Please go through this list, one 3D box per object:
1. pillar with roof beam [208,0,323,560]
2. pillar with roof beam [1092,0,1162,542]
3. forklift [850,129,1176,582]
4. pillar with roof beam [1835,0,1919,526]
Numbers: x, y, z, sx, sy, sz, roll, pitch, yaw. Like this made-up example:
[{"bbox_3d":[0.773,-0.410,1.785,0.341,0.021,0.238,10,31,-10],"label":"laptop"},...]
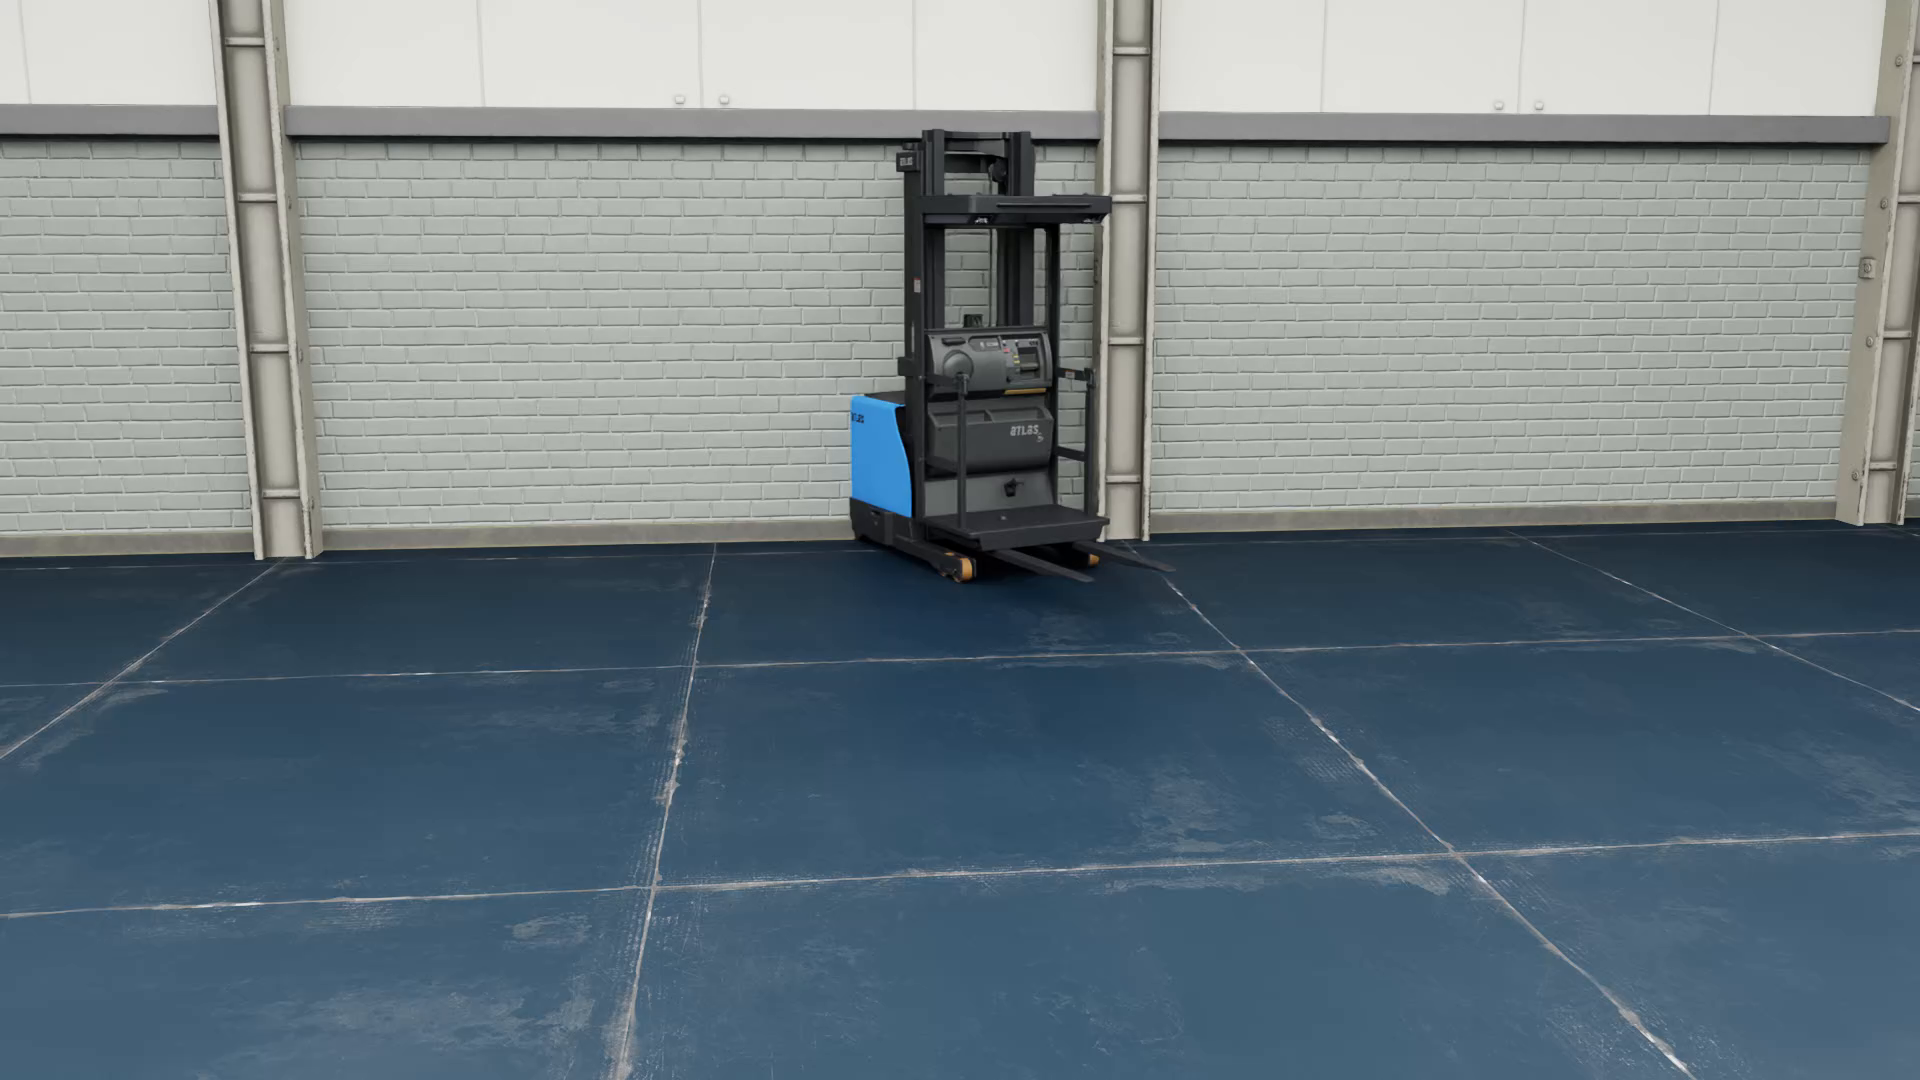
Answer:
[{"bbox_3d":[-4.305,-3.486,6.771,0.400,9.000,9.100,-1,11,-6],"label":"pillar with roof beam"},{"bbox_3d":[1.660,-3.611,7.407,0.400,9.000,9.100,-1,11,-6],"label":"pillar with roof beam"},{"bbox_3d":[0.317,-1.258,11.170,1.130,2.935,3.031,-6,13,-28],"label":"forklift"},{"bbox_3d":[7.625,-3.736,8.043,0.400,9.000,9.100,-1,11,-6],"label":"pillar with roof beam"}]
